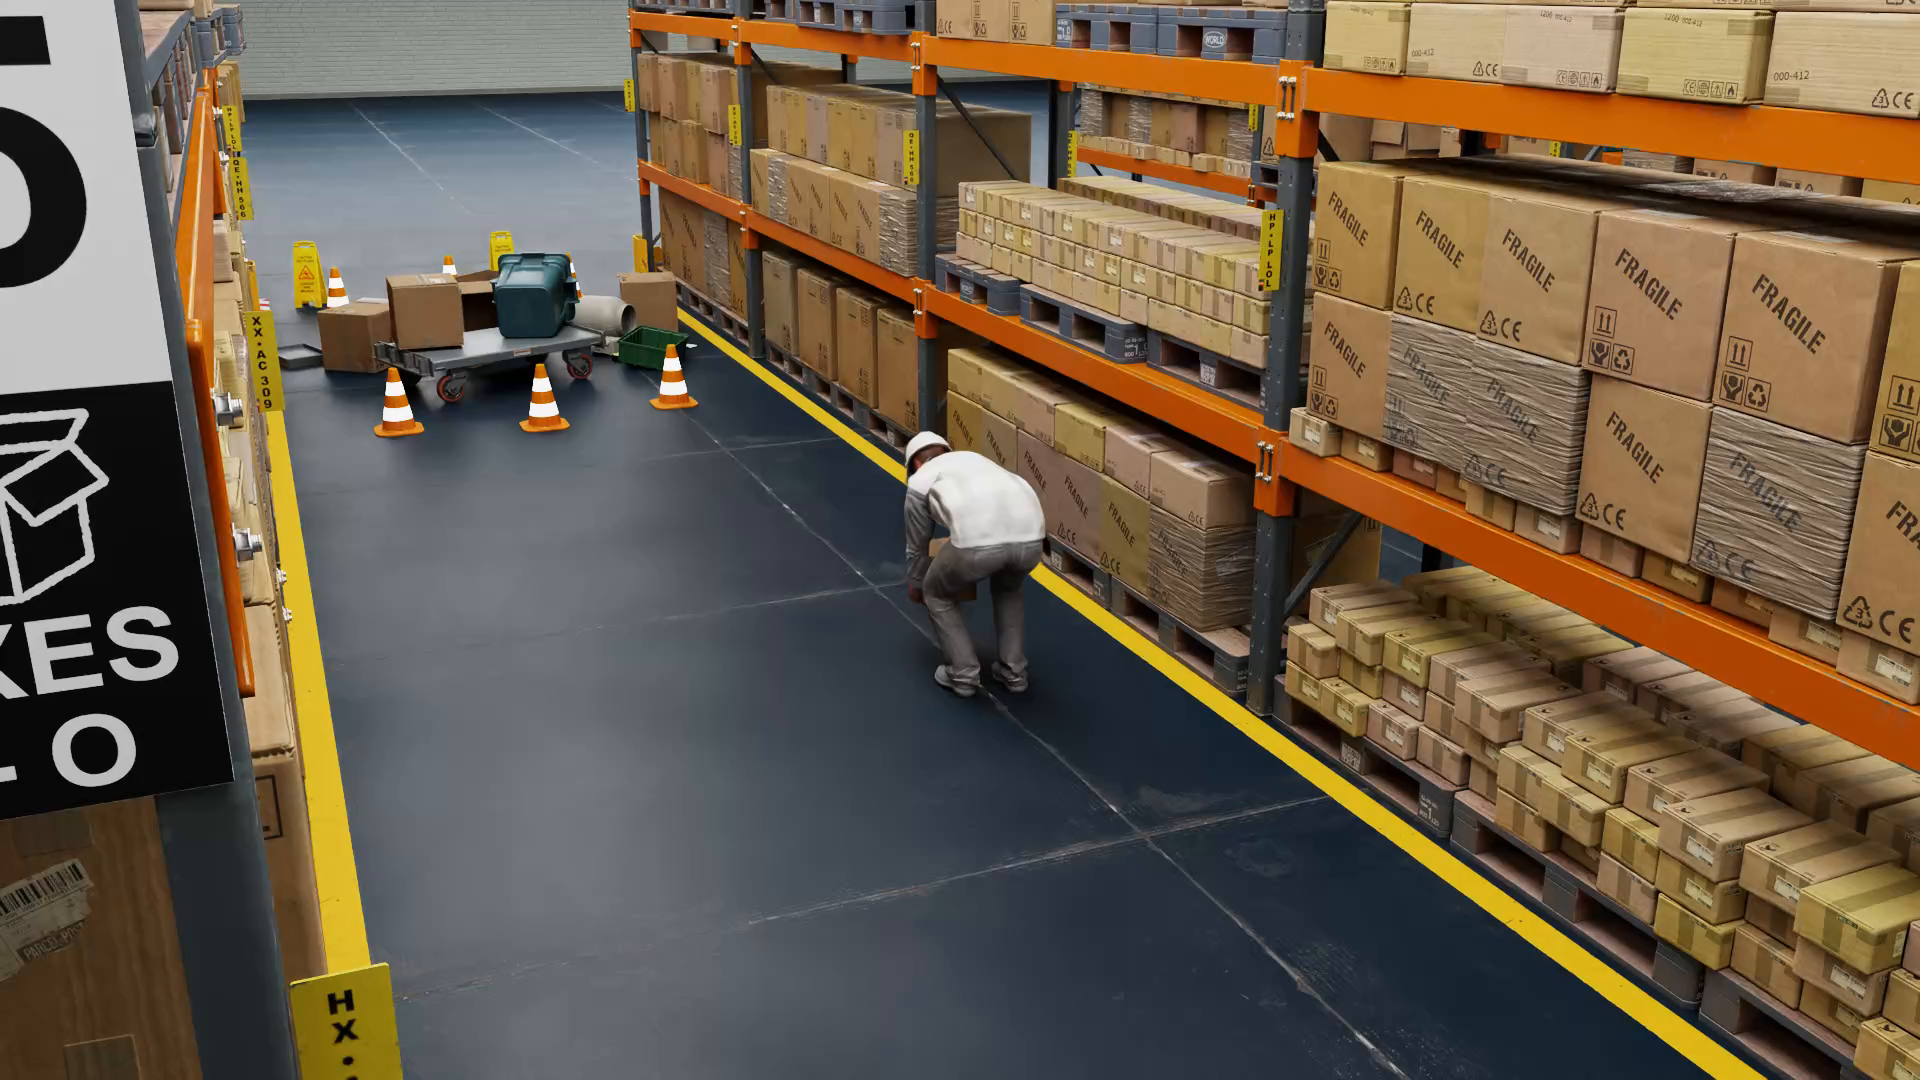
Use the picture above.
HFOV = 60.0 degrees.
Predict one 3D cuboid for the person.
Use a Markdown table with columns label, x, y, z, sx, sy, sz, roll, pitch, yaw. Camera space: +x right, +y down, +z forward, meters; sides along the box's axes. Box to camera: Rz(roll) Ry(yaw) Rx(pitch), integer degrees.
| label | x | y | z | sx | sy | sz | roll | pitch | yaw |
| --- | --- | --- | --- | --- | --- | --- | --- | --- | --- |
| person | 0.025 | 0.113 | 7.753 | 0.491 | 1.089 | 0.996 | -9 | 21 | -25 |
